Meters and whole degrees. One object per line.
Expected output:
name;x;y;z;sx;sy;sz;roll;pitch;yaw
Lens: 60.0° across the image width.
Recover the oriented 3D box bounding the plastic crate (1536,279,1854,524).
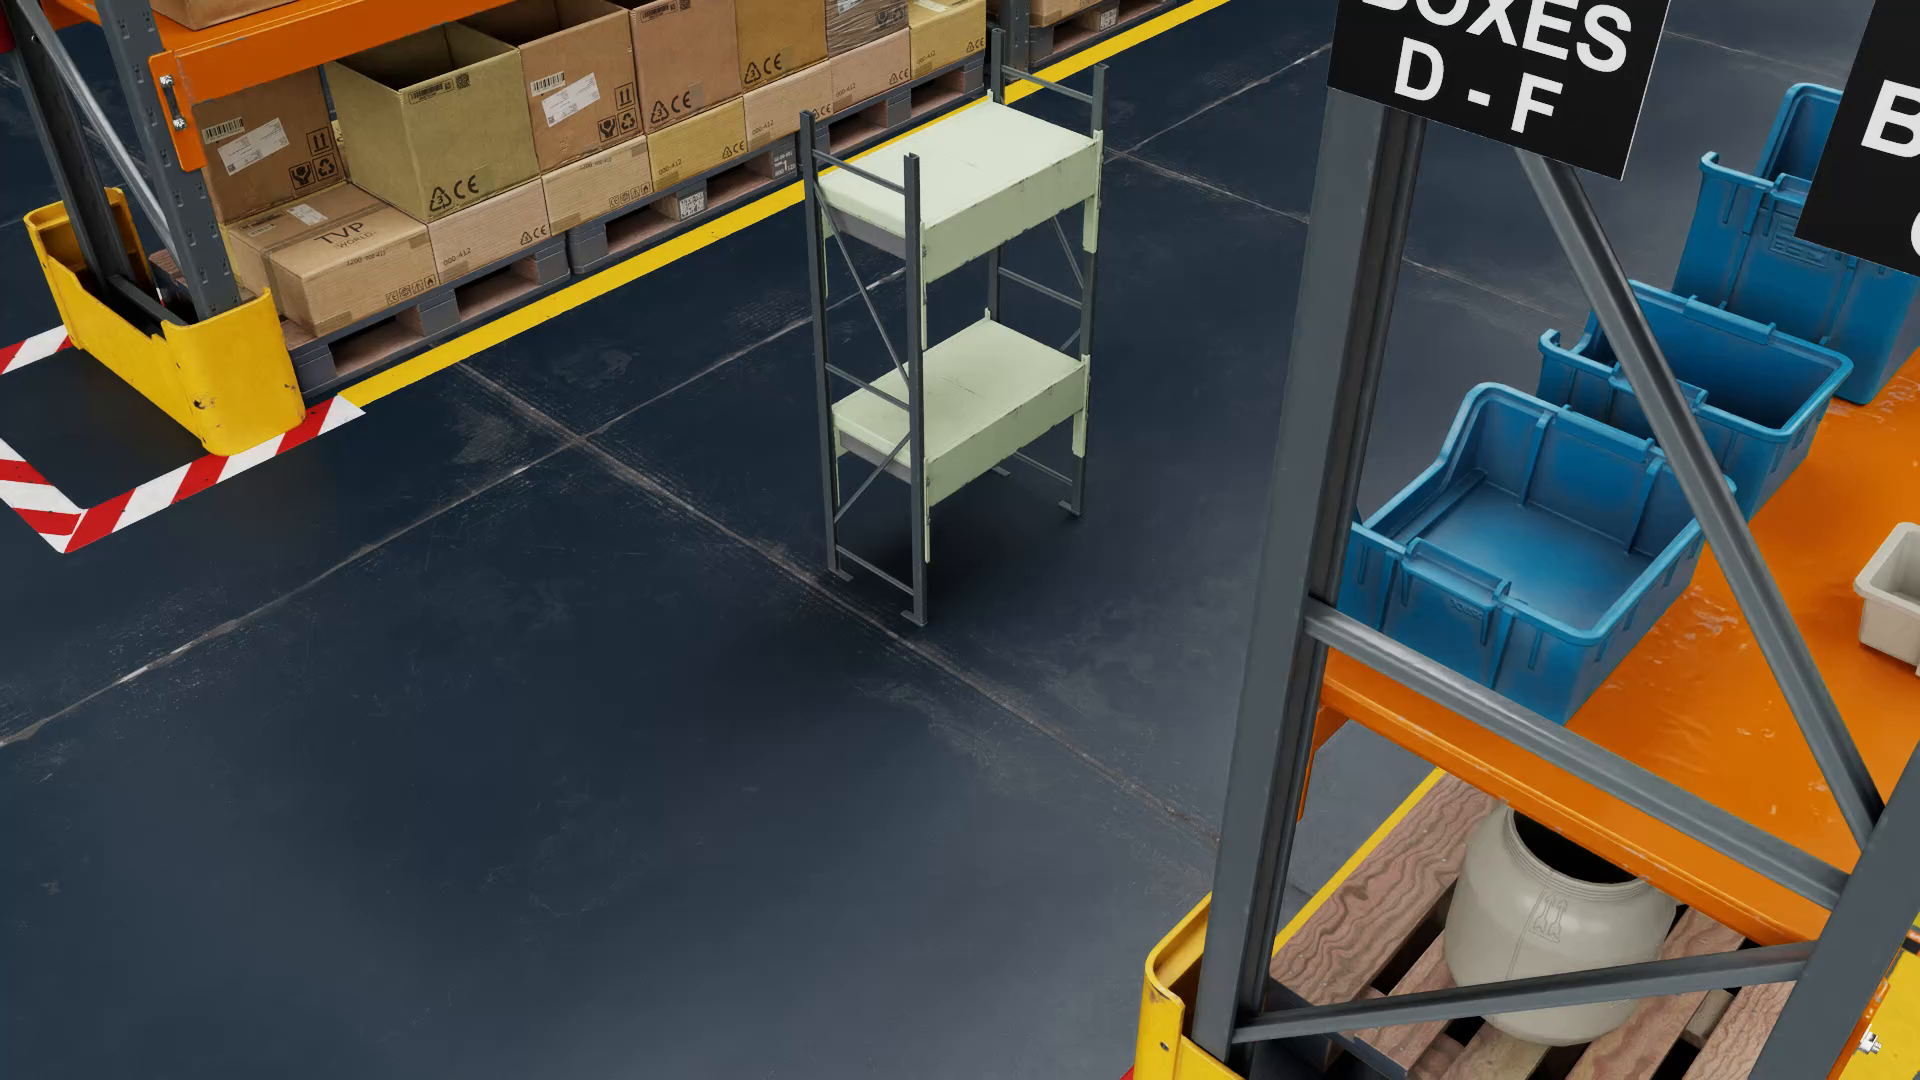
plastic crate;1.437;-0.286;3.319;0.499;0.251;0.408;30;47;32

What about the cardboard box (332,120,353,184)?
cardboard box;-2.303;-1.467;6.557;0.500;0.250;0.500;30;47;32

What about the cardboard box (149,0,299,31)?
cardboard box;-2.451;-2.022;5.303;0.700;0.500;0.500;30;47;32

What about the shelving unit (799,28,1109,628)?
shelving unit;-0.004;-0.584;4.779;0.431;1.500;0.755;30;47;32

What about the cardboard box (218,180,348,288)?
cardboard box;-2.632;-1.233;6.262;0.500;0.250;0.500;30;47;32

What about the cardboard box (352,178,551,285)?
cardboard box;-1.915;-1.246;6.279;0.500;0.250;0.500;30;47;32

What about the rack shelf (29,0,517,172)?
rack shelf;-1.426;-2.411;6.450;1.077;0.370;4.000;30;47;32

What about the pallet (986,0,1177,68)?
pallet;0.391;-2.875;8.696;1.003;0.211;1.213;30;47;32

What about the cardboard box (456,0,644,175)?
cardboard box;-1.586;-1.774;6.341;0.500;0.500;0.500;30;47;32

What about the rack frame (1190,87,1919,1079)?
rack frame;0.881;0.309;2.451;0.949;2.616;0.053;30;47;32

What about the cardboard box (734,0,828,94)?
cardboard box;-0.909;-2.232;6.917;0.500;0.500;0.500;30;47;32

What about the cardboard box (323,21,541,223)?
cardboard box;-1.914;-1.539;6.045;0.500;0.500;0.500;30;47;32

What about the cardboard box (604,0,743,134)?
cardboard box;-1.236;-1.997;6.620;0.500;0.500;0.500;30;47;32

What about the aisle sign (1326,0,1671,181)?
aisle sign;0.611;-0.802;1.759;0.394;0.787;0.004;30;47;32

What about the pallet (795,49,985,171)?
pallet;-0.644;-2.173;7.812;1.003;0.211;1.213;30;47;32

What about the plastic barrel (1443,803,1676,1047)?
plastic barrel;1.266;0.782;3.517;0.421;0.512;0.421;0;38;0

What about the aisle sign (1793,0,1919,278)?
aisle sign;1.046;-0.554;1.448;0.394;0.787;0.004;30;47;32

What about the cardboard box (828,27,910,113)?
cardboard box;-0.573;-2.169;7.440;0.500;0.250;0.500;30;47;32

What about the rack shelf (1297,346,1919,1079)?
rack shelf;2.228;-0.330;3.833;1.077;0.370;4.000;30;47;32

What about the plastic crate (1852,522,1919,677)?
plastic crate;1.720;0.135;2.882;0.298;0.136;0.250;30;47;32

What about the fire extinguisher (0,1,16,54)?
fire extinguisher;-3.198;-1.885;5.272;0.296;0.674;0.183;30;47;32

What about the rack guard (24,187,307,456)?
rack guard;-2.792;-0.785;5.835;1.175;0.500;0.348;30;47;32

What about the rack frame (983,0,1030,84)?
rack frame;-0.077;-3.612;7.382;1.000;3.000;0.127;30;47;32

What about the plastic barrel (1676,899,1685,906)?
plastic barrel;1.604;0.552;3.807;0.421;0.512;0.421;0;38;0

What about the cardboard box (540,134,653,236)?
cardboard box;-1.577;-1.476;6.568;0.500;0.250;0.500;30;47;32

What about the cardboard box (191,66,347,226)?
cardboard box;-2.633;-1.527;6.030;0.500;0.500;0.500;30;47;32

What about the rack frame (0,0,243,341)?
rack frame;-2.775;-1.774;5.071;1.000;3.000;0.127;30;47;32

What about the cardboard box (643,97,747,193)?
cardboard box;-1.236;-1.704;6.854;0.500;0.250;0.500;30;47;32

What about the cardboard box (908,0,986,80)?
cardboard box;-0.228;-2.395;7.724;0.500;0.250;0.500;30;47;32

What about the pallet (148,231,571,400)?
pallet;-2.290;-1.052;6.403;1.003;0.211;1.213;30;47;32

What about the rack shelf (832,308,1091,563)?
rack shelf;-0.005;-0.329;4.982;0.431;0.370;0.720;30;47;32

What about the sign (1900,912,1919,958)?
sign;1.281;0.432;2.074;0.100;0.325;0.005;30;47;32

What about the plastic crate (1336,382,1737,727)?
plastic crate;0.995;0.010;2.947;0.499;0.251;0.616;30;47;32

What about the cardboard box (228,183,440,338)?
cardboard box;-2.249;-1.015;5.988;0.500;0.250;0.500;30;47;32

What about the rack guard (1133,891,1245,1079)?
rack guard;0.895;1.231;3.300;1.175;0.500;0.348;30;47;32

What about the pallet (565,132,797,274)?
pallet;-1.467;-1.609;7.104;1.003;0.211;1.213;30;47;32

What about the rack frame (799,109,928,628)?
rack frame;-0.251;-0.416;4.568;0.400;1.500;0.023;30;47;32

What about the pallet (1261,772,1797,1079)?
pallet;1.447;0.973;3.856;1.003;0.211;1.213;30;47;32

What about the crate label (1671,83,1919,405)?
crate label;1.920;-0.665;3.648;0.502;0.435;0.616;30;47;32

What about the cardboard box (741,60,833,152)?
cardboard box;-0.899;-1.934;7.143;0.500;0.250;0.500;30;47;32

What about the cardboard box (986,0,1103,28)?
cardboard box;0.378;-2.781;8.209;0.500;0.250;0.500;28;47;31

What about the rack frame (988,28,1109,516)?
rack frame;0.242;-0.752;4.991;0.400;1.500;0.023;30;47;32

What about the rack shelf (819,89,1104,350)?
rack shelf;-0.004;-0.889;4.536;0.431;0.370;0.720;30;47;32

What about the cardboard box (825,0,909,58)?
cardboard box;-0.574;-2.464;7.208;0.500;0.500;0.500;30;47;32
